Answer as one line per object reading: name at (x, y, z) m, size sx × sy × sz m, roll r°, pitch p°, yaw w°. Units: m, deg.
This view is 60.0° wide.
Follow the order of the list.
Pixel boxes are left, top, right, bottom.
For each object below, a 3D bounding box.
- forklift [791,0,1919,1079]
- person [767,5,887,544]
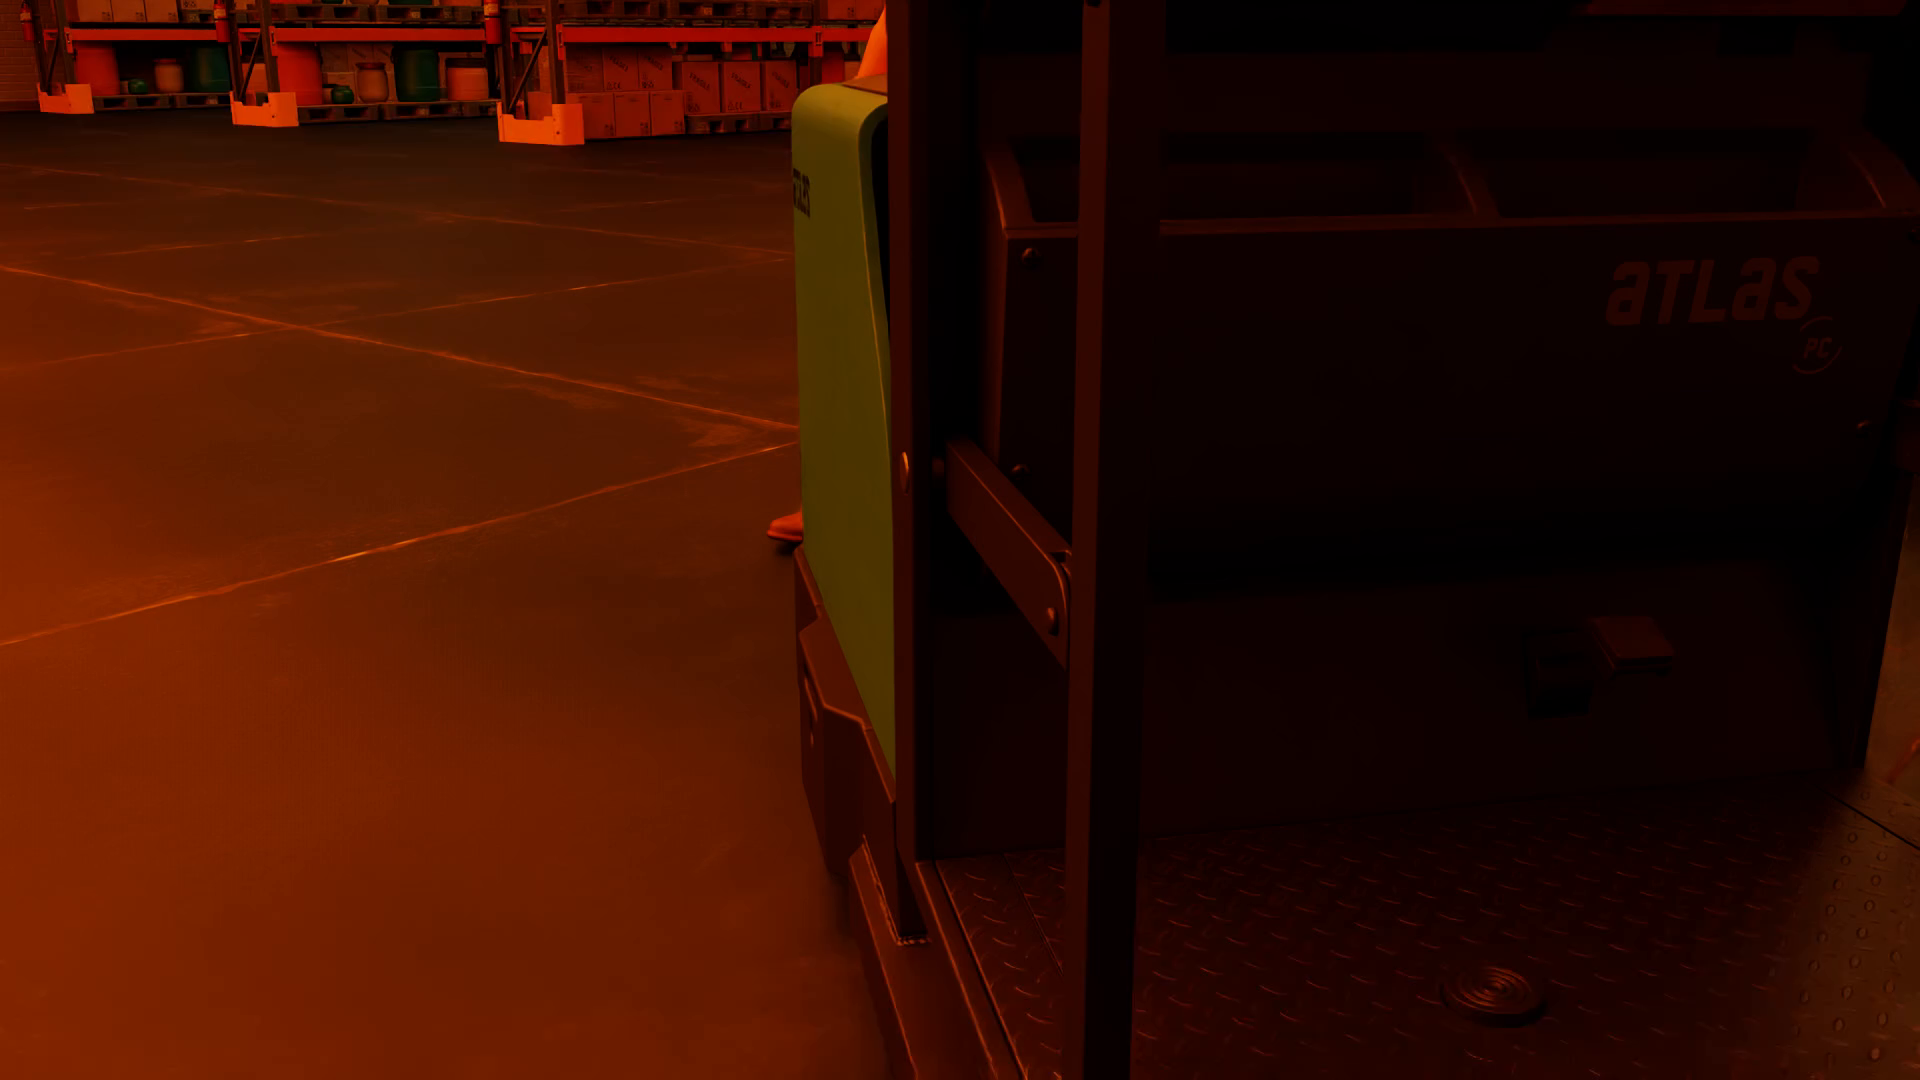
forklift at (0.525, -0.713, 1.246) m, size 1.130 × 2.935 × 3.031 m, roll -3°, pitch 17°, yaw -11°
person at (-0.059, -0.847, 3.627) m, size 0.638 × 1.787 × 0.563 m, roll 13°, pitch 21°, yaw 37°
